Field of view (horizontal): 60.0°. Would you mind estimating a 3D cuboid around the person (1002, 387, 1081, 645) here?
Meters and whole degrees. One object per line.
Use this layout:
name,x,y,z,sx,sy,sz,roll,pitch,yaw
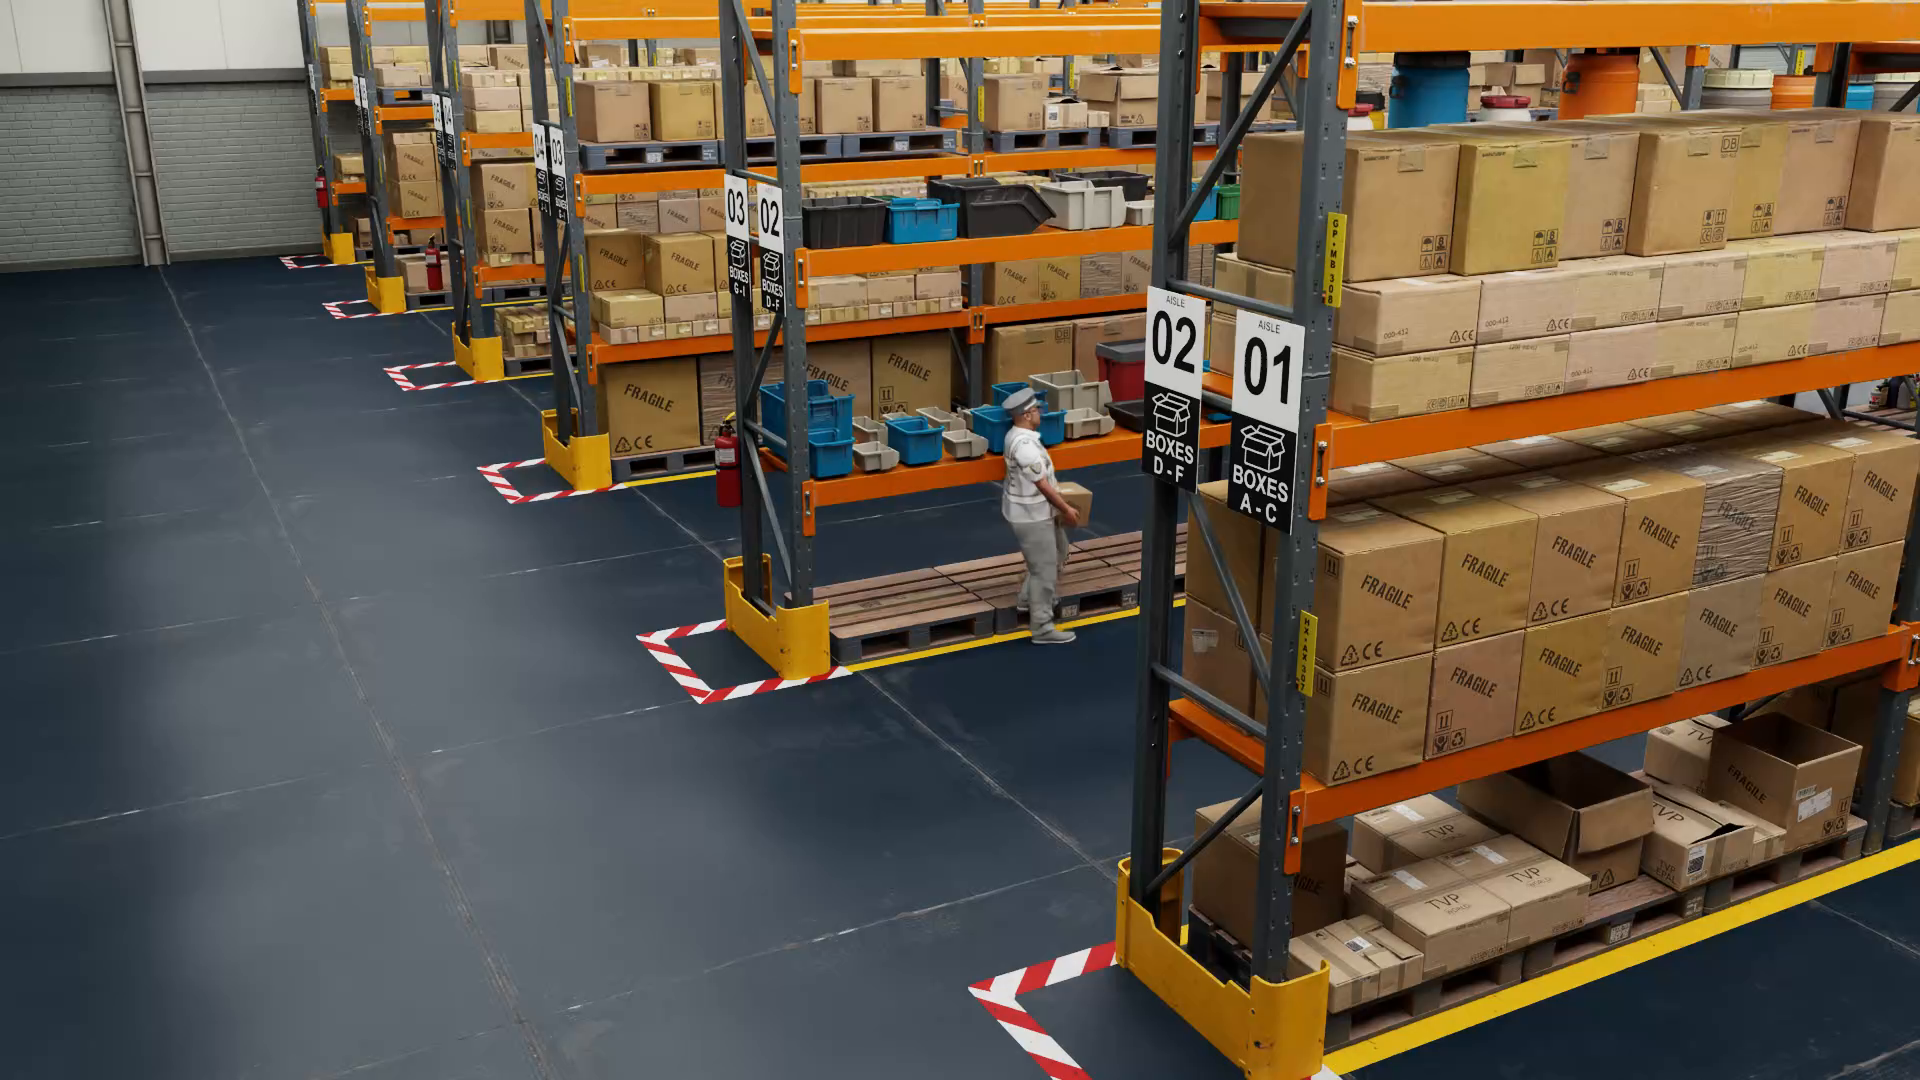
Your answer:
person,0.555,-0.184,11.544,0.529,1.786,0.520,-3,19,-10
